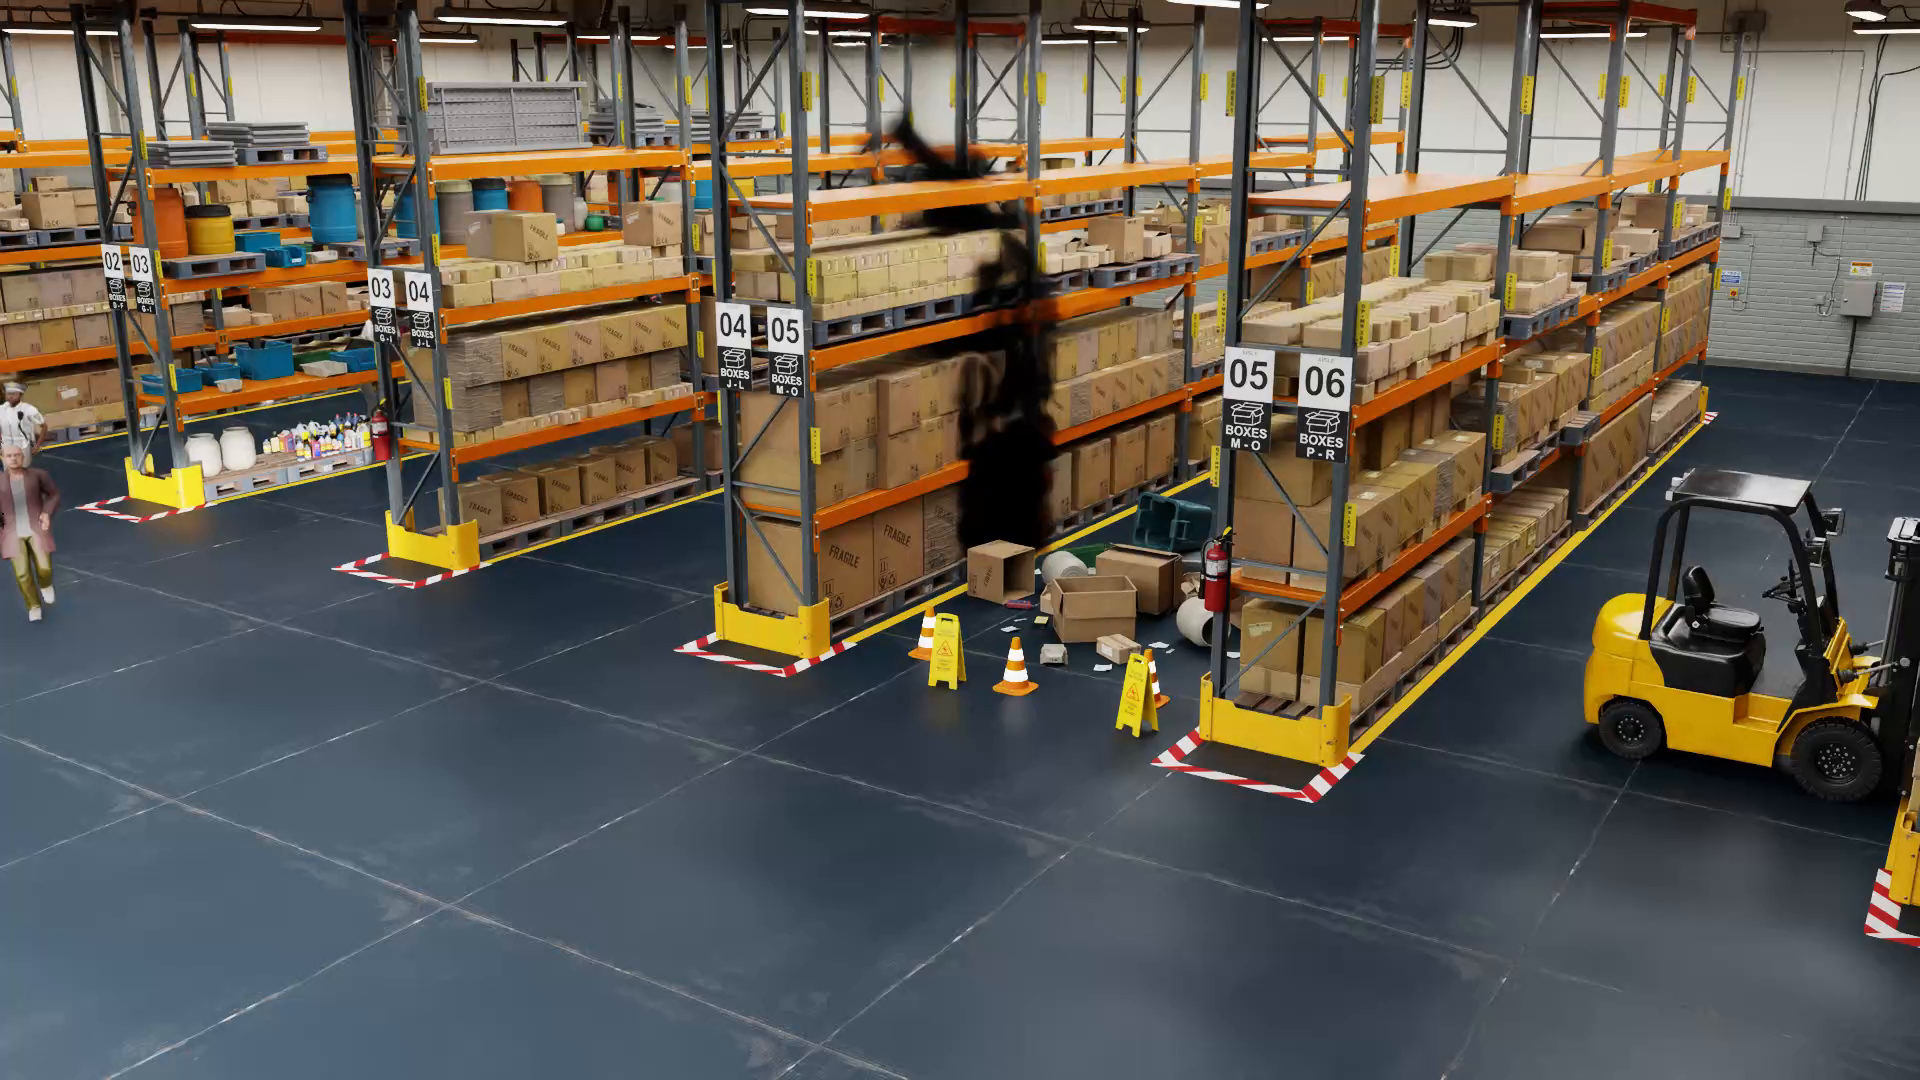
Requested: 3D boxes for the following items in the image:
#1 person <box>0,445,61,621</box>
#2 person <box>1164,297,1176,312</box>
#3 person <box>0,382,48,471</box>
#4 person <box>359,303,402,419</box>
[{"bbox_3d":[-9.173,-0.087,16.302,0.707,1.724,0.668,-8,18,-27],"label":"person"},{"bbox_3d":[3.344,-2.970,26.505,0.681,1.820,0.982,11,19,35],"label":"person"},{"bbox_3d":[-11.368,-1.111,20.175,0.611,1.673,0.743,0,16,-1],"label":"person"},{"bbox_3d":[-9.104,-2.793,25.998,0.631,1.850,0.768,6,17,20],"label":"person"}]
